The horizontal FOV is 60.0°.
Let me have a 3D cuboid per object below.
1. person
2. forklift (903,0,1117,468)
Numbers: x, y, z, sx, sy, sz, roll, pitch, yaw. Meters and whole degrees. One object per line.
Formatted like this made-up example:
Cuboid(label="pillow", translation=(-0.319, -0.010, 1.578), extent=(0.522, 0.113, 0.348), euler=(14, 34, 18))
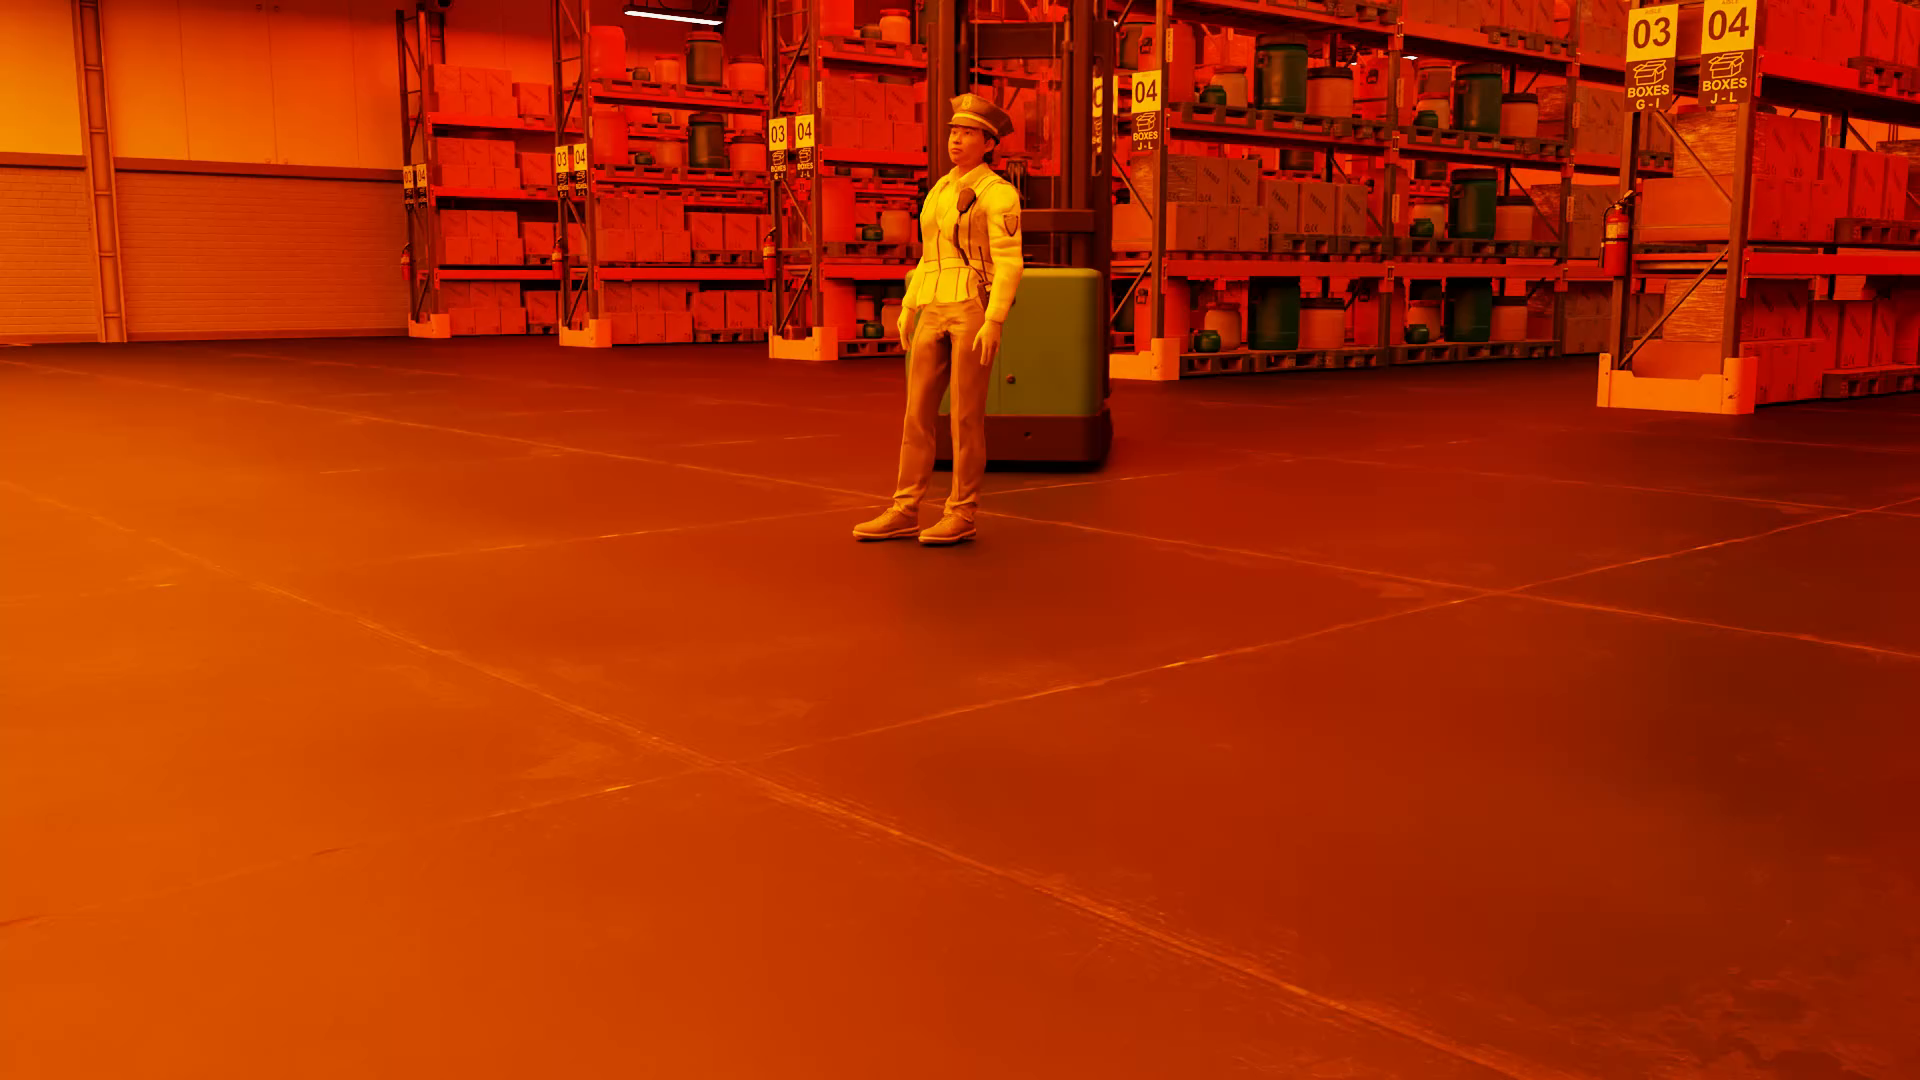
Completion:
Cuboid(label="person", translation=(-0.056, -0.838, 6.370), extent=(0.532, 1.694, 0.586), euler=(-8, 12, -40))
Cuboid(label="forklift", translation=(0.380, -2.027, 10.055), extent=(1.130, 2.935, 3.031), euler=(1, 9, 6))
